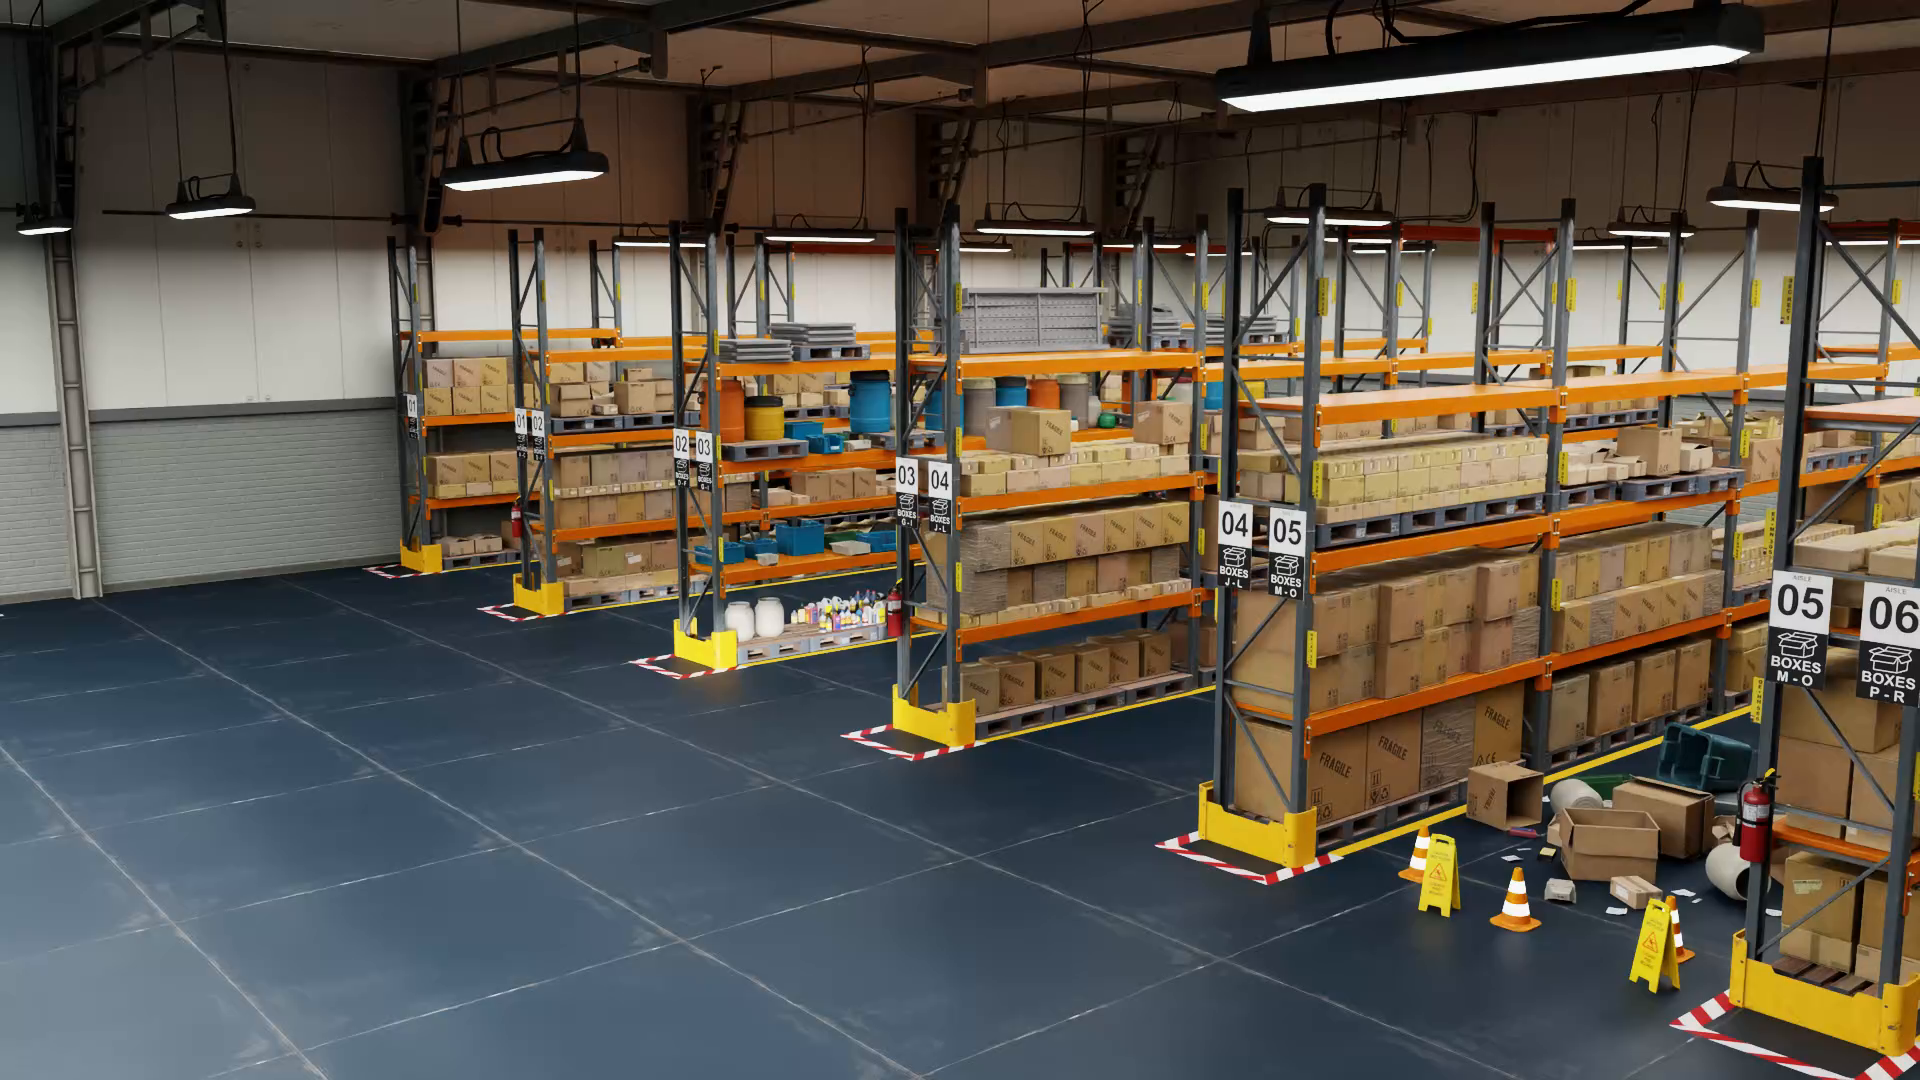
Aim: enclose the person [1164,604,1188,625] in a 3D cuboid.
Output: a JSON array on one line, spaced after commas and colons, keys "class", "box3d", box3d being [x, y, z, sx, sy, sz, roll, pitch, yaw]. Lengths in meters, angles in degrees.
[{"class": "person", "box3d": [3.196, 0.406, 23.982, 0.811, 1.617, 0.554, -6, 11, -34]}]
